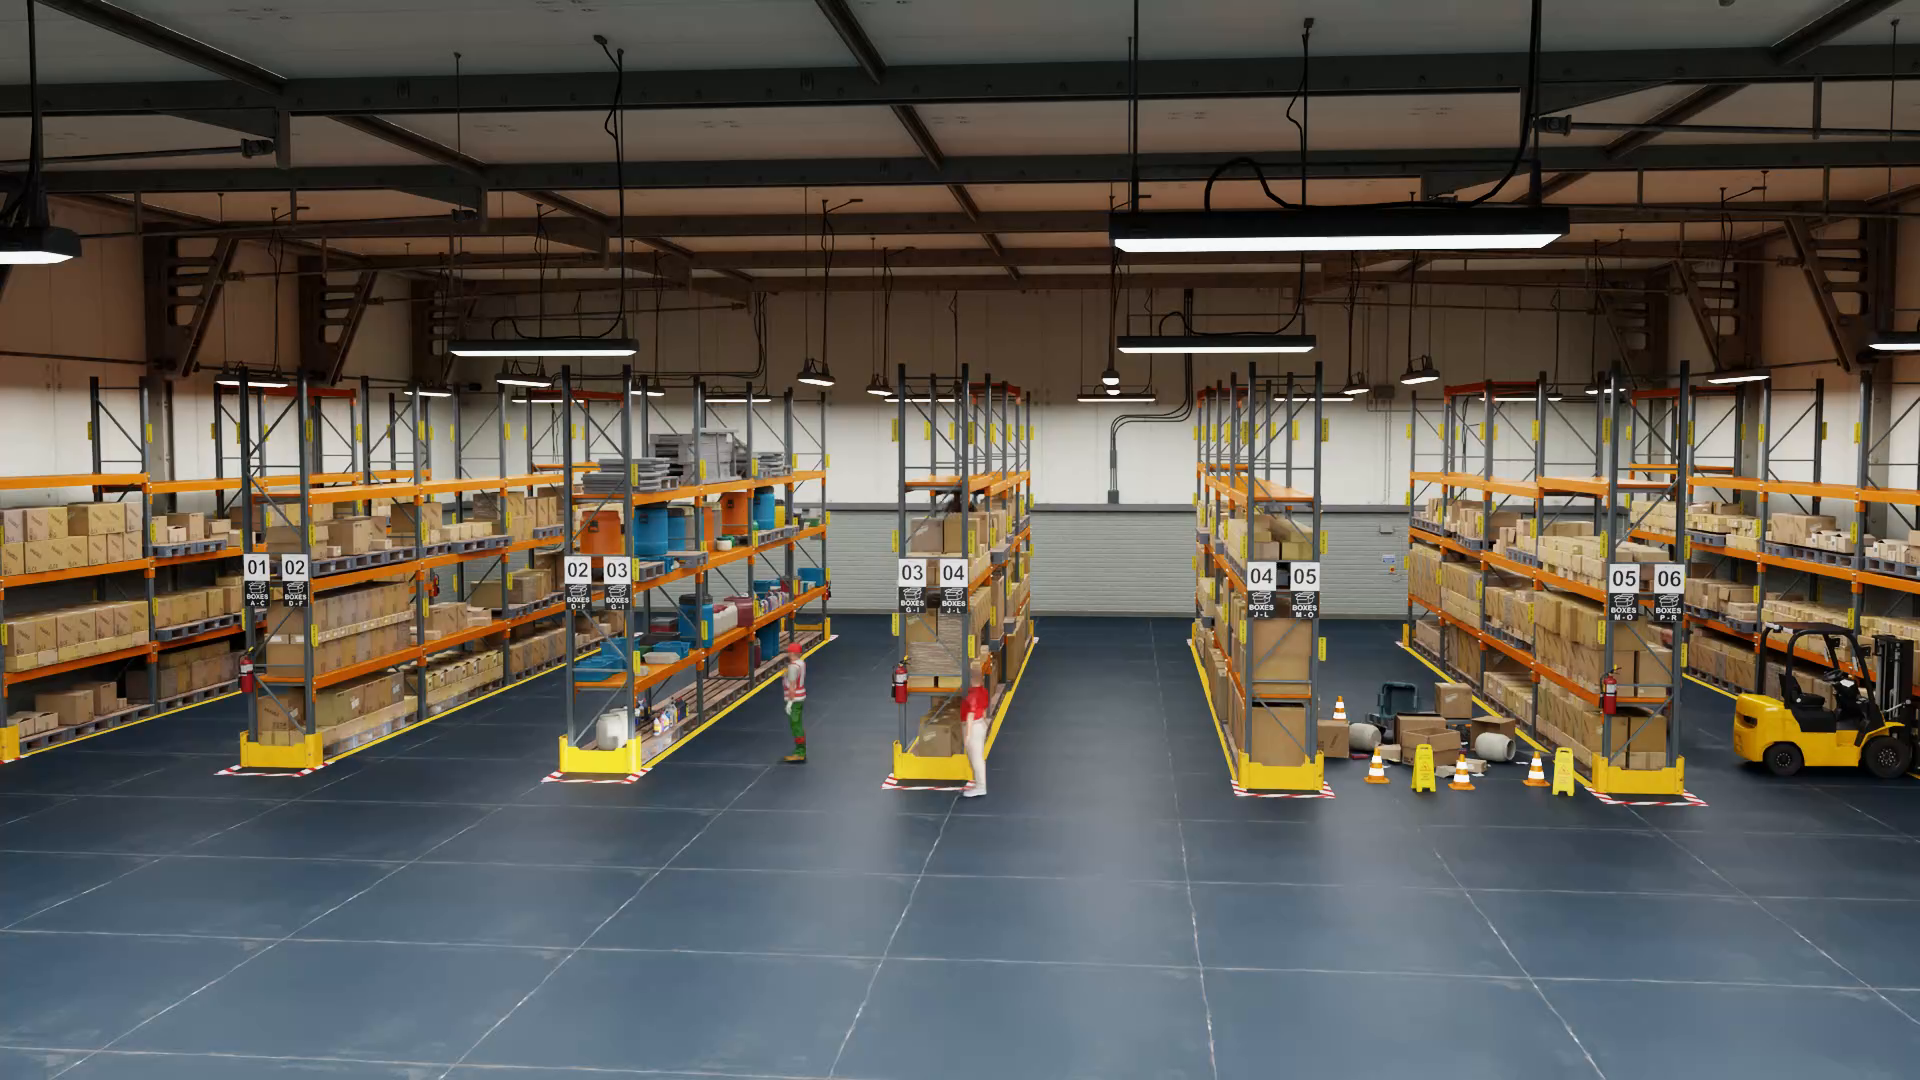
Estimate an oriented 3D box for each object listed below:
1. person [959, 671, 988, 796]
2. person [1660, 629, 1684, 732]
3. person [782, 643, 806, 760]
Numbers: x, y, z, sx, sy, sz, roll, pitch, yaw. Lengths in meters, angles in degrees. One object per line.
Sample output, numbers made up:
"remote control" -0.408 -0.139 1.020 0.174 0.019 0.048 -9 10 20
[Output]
"person" 0.180 2.667 22.985 0.393 1.749 0.574 1 4 12
"person" 11.814 2.353 27.847 0.609 1.748 0.689 0 4 2
"person" -2.528 2.478 25.457 0.356 1.823 0.674 0 4 7
